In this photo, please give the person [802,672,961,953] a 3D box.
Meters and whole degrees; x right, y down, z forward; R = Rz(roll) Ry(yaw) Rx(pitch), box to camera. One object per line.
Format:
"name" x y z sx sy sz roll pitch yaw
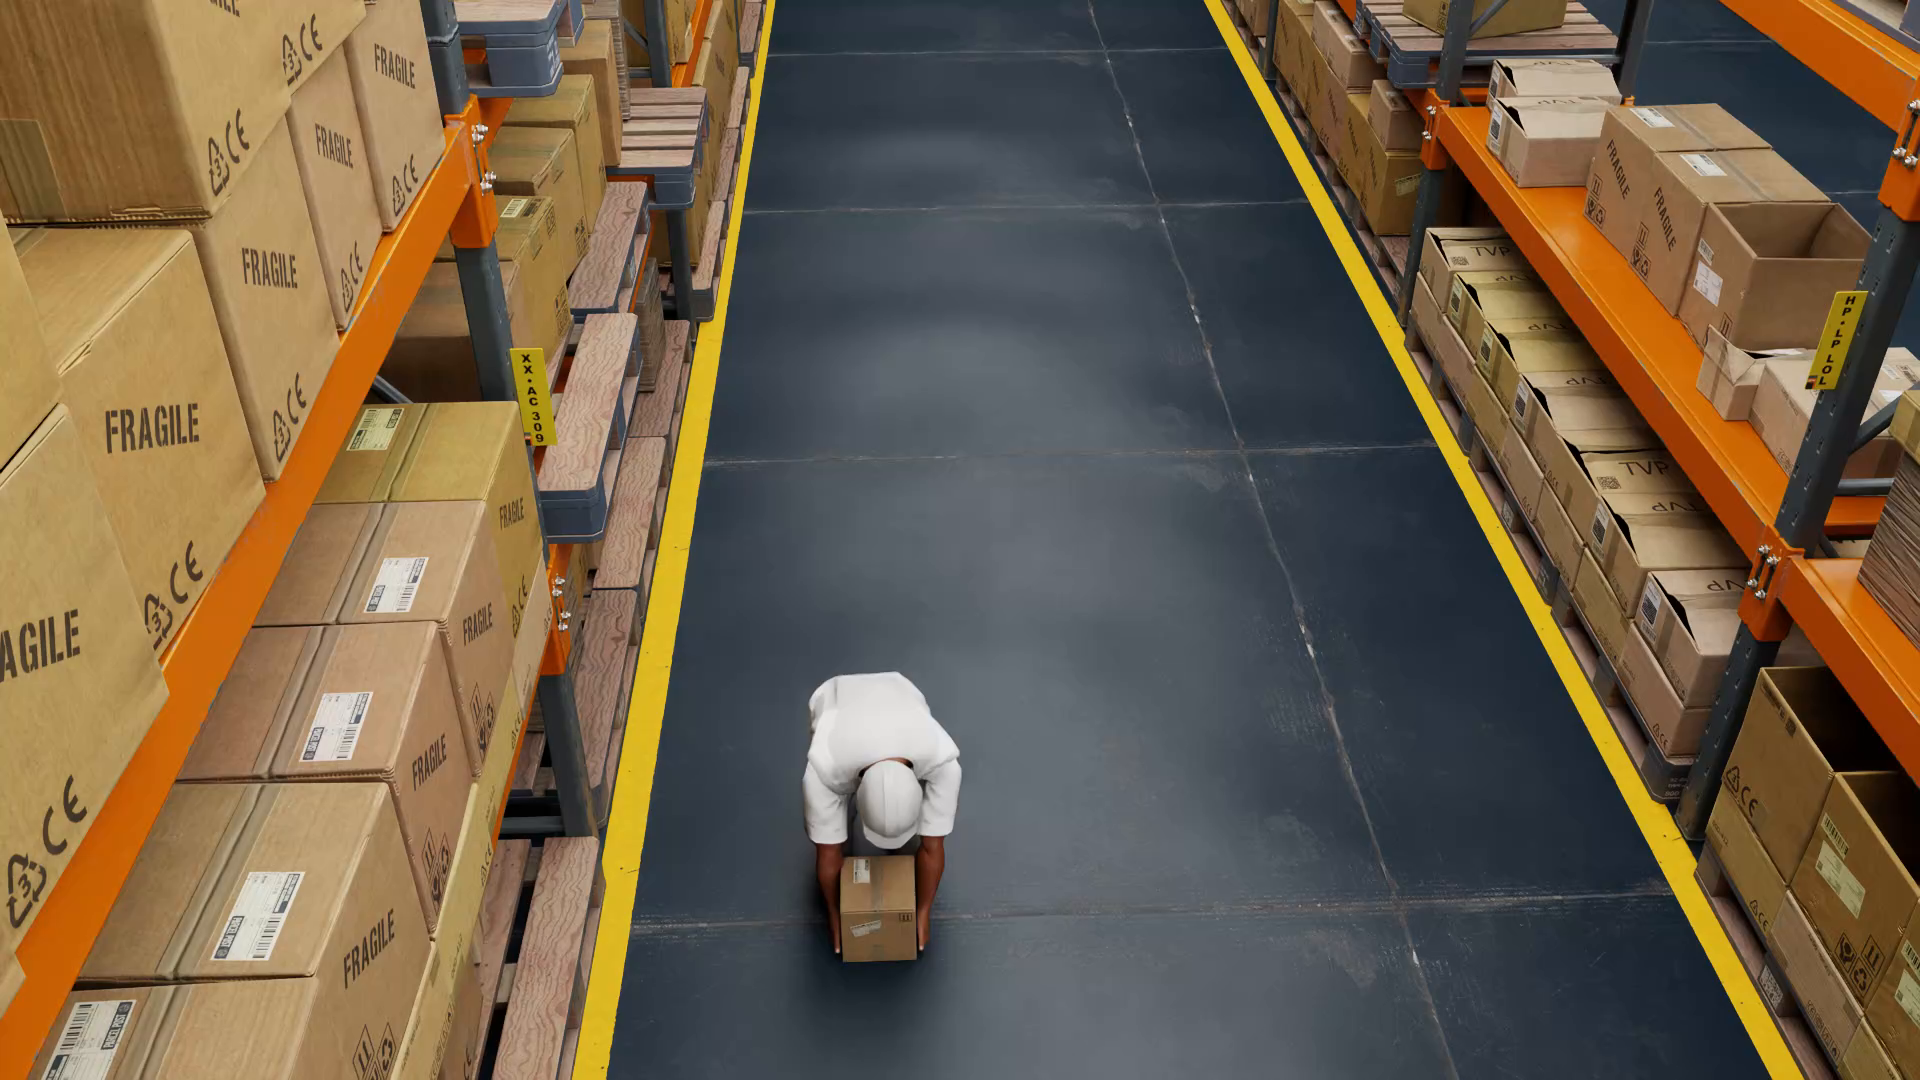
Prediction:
"person" -0.273 0.884 5.769 0.540 0.877 0.938 -2 35 -3
